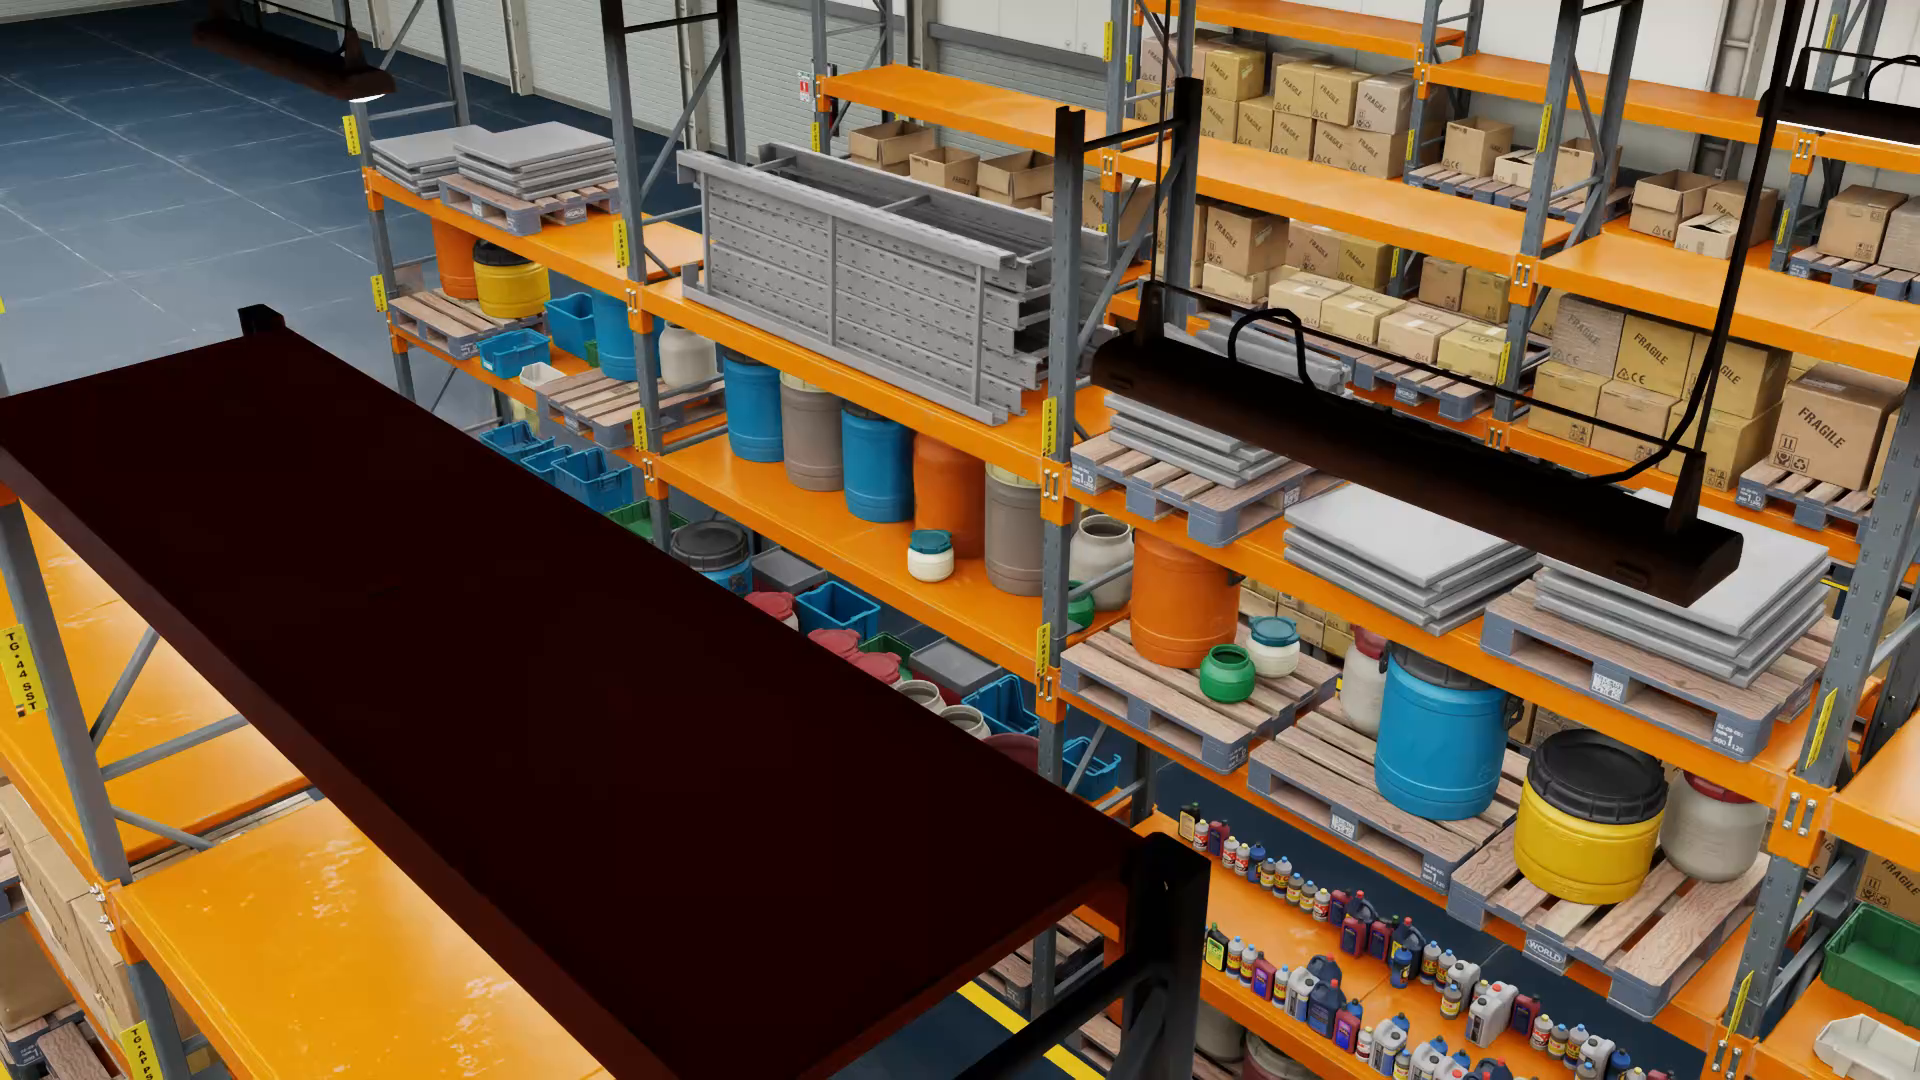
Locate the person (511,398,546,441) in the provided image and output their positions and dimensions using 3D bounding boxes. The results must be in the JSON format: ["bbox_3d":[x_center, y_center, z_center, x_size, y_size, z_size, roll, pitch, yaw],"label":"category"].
[{"bbox_3d":[-4.360,-1.051,17.062,1.021,1.605,0.539,-4,28,-8],"label":"person"}]
